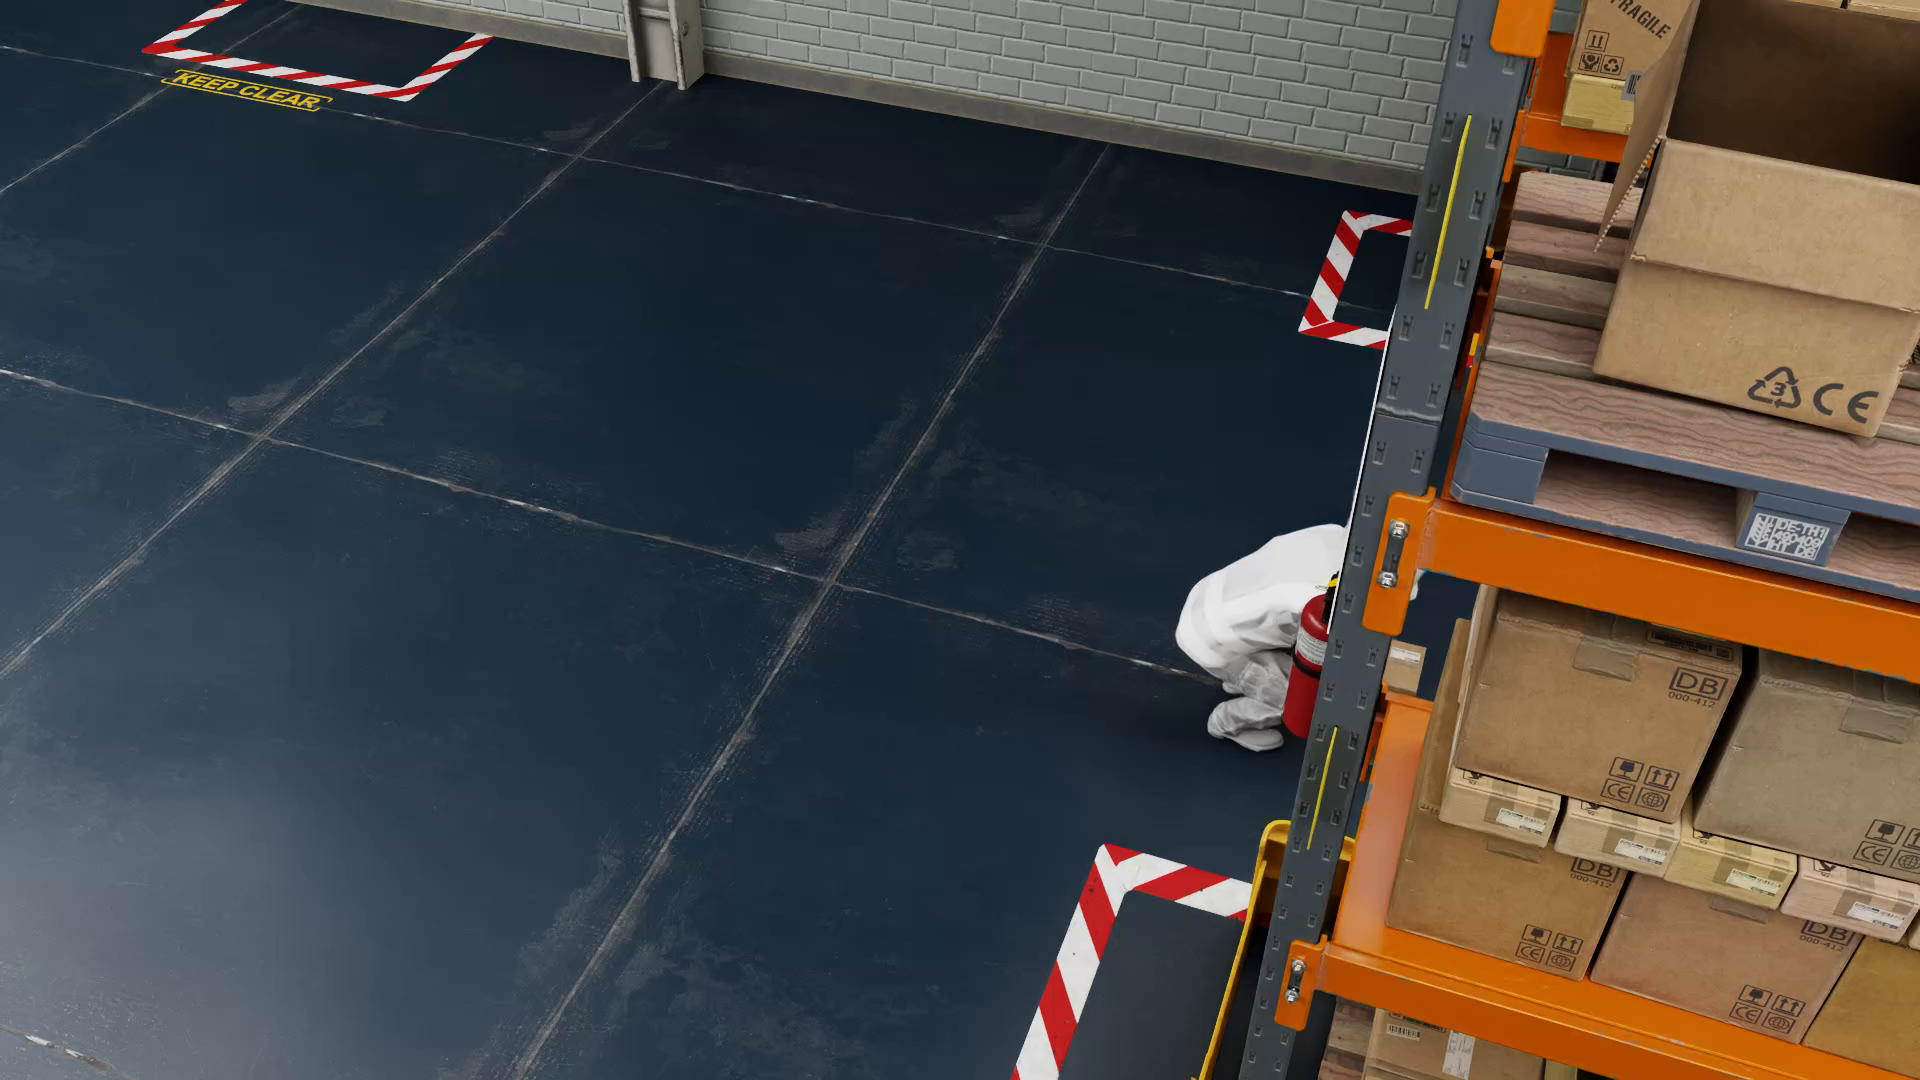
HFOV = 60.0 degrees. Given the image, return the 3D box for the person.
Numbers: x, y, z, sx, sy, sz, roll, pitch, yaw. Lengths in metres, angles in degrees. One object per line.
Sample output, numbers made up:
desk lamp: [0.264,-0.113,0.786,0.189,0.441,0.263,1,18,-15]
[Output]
person: [1.301,0.339,6.362,0.907,0.992,0.578,14,43,15]
